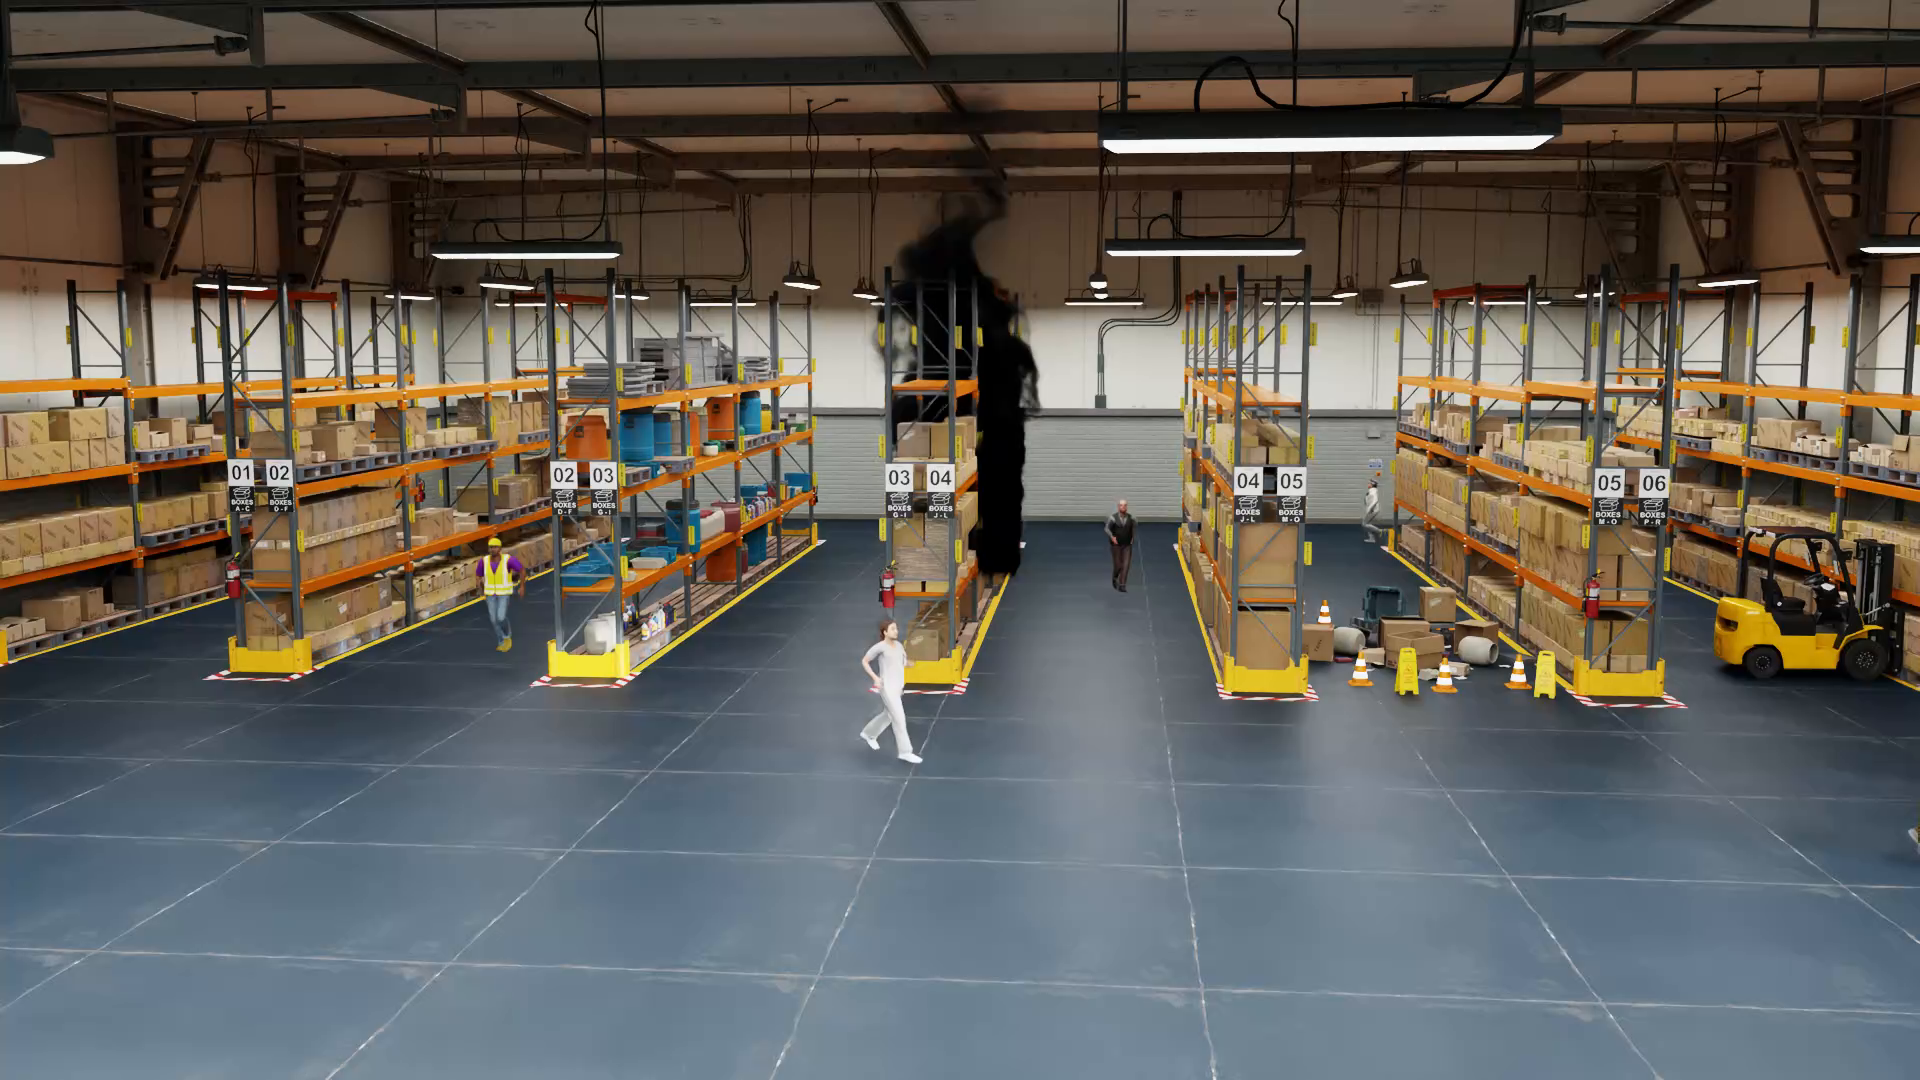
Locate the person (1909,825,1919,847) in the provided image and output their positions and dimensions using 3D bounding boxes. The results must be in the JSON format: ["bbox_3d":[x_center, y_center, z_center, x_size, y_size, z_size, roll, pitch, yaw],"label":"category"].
[{"bbox_3d":[9.475,2.216,15.479,0.700,1.764,1.059,-6,9,-42],"label":"person"}]

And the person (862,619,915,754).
[{"bbox_3d":[-0.863,1.717,19.747,0.809,1.580,0.561,5,8,34],"label":"person"}]

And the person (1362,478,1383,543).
[{"bbox_3d":[10.054,-0.713,40.510,0.509,1.627,0.661,3,7,21],"label":"person"}]

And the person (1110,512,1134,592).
[{"bbox_3d":[3.010,0.222,31.003,0.446,1.476,0.665,-1,7,-8],"label":"person"}]

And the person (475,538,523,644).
[{"bbox_3d":[-6.949,0.789,25.048,0.685,1.663,0.612,0,7,3],"label":"person"}]
